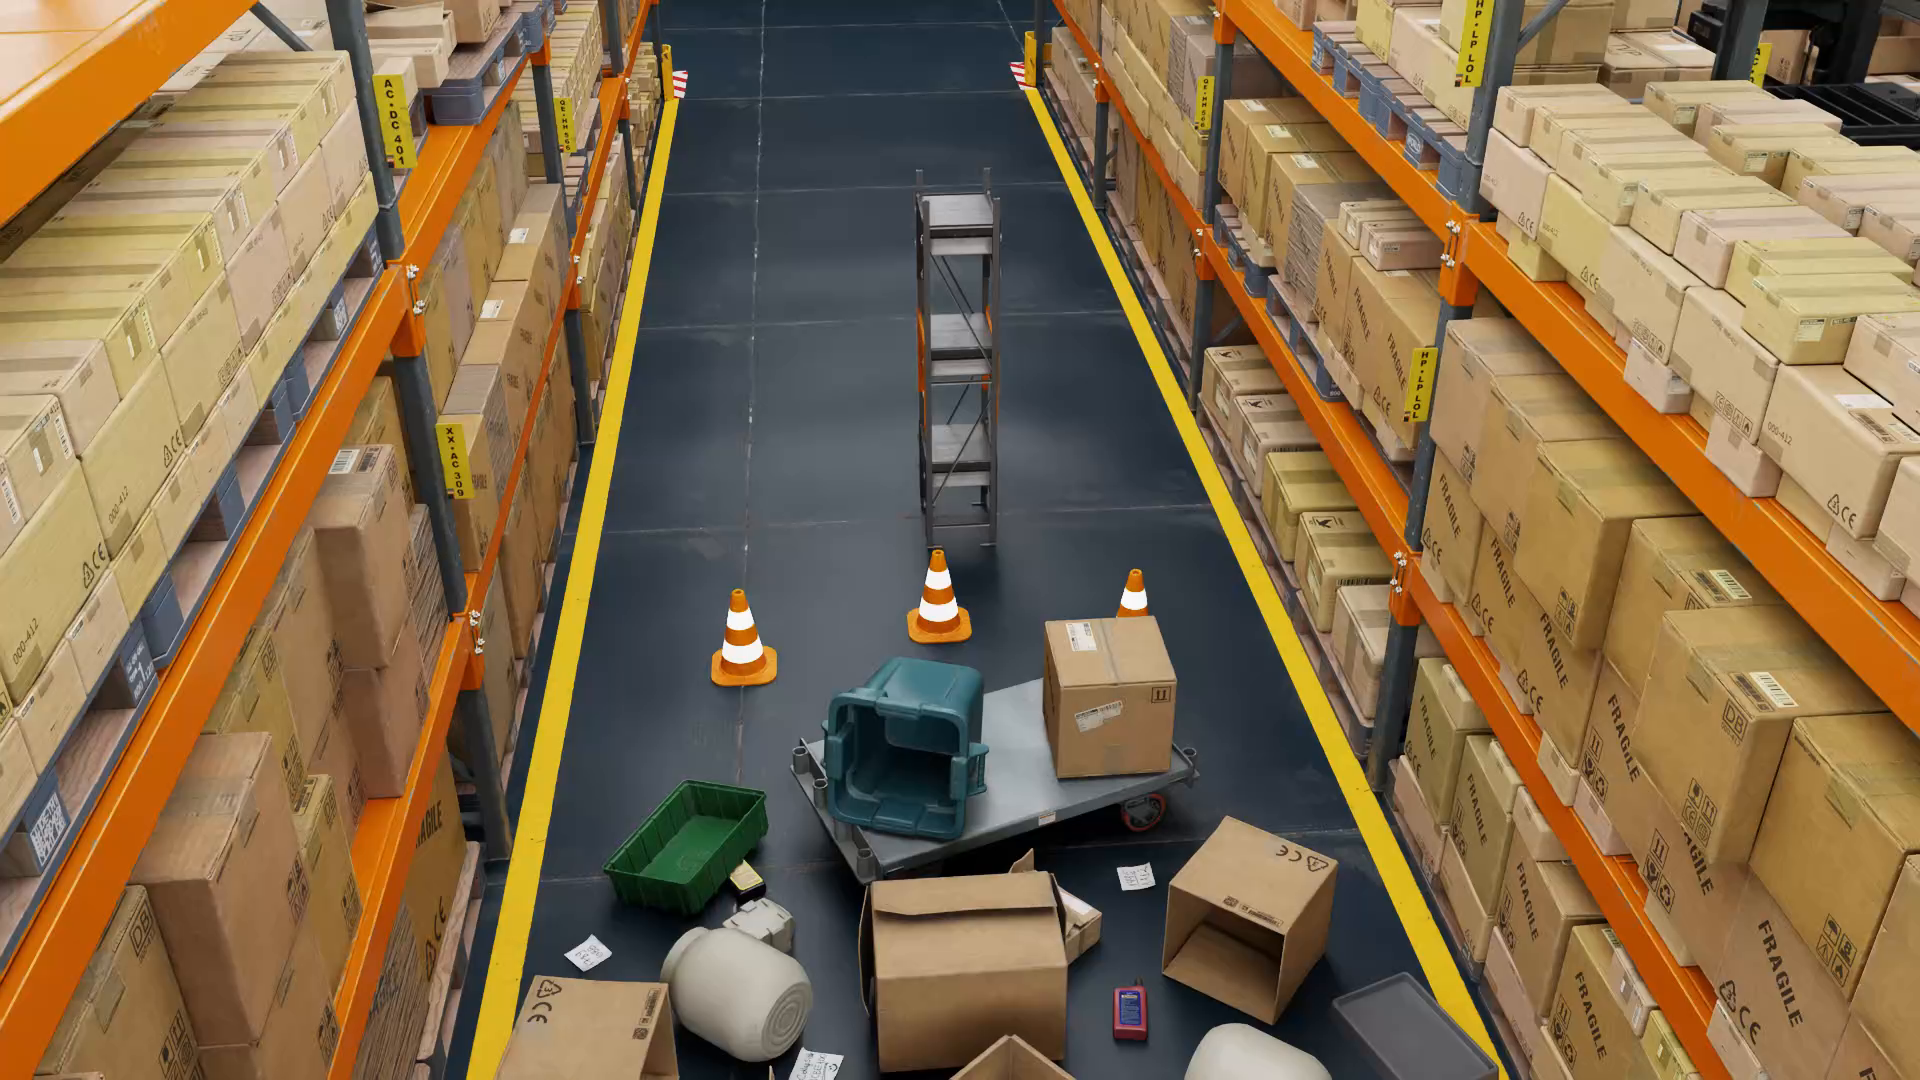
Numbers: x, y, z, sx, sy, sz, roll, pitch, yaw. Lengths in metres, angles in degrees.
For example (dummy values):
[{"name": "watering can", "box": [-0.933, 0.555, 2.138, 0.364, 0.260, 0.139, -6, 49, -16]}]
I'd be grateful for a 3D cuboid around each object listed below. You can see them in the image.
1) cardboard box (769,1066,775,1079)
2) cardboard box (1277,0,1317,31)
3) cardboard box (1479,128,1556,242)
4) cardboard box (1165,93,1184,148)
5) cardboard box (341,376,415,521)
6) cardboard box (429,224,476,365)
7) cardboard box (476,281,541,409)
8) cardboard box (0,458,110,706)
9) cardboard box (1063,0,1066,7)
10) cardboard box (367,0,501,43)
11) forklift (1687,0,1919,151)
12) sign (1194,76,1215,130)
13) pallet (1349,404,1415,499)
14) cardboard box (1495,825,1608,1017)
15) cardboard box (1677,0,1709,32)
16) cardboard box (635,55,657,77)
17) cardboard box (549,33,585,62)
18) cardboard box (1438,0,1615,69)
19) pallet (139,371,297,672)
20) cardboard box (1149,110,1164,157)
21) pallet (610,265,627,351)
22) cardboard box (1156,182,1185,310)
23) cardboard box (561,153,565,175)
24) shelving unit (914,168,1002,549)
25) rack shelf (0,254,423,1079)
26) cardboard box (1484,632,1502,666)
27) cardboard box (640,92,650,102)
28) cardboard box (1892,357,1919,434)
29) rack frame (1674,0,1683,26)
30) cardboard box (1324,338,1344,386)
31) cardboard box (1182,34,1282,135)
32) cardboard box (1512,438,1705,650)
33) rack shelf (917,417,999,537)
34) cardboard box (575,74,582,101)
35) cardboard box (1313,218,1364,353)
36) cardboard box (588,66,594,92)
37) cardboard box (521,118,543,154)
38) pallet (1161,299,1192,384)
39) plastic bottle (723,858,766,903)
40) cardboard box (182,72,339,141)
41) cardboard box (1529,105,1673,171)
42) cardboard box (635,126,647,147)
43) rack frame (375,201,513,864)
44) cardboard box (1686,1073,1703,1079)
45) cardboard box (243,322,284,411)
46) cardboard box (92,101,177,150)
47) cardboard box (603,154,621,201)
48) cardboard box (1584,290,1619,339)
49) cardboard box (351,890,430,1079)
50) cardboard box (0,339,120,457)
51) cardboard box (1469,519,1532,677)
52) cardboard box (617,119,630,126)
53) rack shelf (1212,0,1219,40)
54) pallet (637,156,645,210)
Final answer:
[{"name": "cardboard box", "box": [-0.505, 2.093, 5.987, 0.396, 0.266, 0.258, 2, 31, 4]}, {"name": "cardboard box", "box": [2.125, -3.047, 8.904, 0.700, 0.500, 0.500, -3, 31, -5]}, {"name": "cardboard box", "box": [2.189, -1.272, 5.886, 0.500, 0.250, 0.500, -3, 31, -6]}, {"name": "cardboard box", "box": [1.697, -2.848, 11.252, 0.500, 0.250, 0.500, -4, 31, -6]}, {"name": "cardboard box", "box": [-2.499, -0.208, 5.974, 0.875, 0.550, 0.550, -3, 31, -5]}, {"name": "cardboard box", "box": [-2.648, -1.116, 7.621, 0.700, 0.500, 0.500, -3, 31, -4]}, {"name": "cardboard box", "box": [-2.419, -0.966, 8.346, 0.500, 0.500, 0.500, -2, 31, -4]}, {"name": "cardboard box", "box": [-1.963, 0.080, 3.115, 0.500, 0.250, 0.500, -3, 31, -5]}, {"name": "cardboard box", "box": [1.226, -5.297, 15.596, 0.500, 0.500, 0.500, -2, 31, -3]}, {"name": "cardboard box", "box": [-2.431, -2.592, 7.635, 0.500, 0.500, 0.500, -3, 31, -5]}, {"name": "forklift", "box": [4.578, -1.444, 9.309, 1.130, 2.935, 3.031, -3, 31, -4]}, {"name": "sign", "box": [1.494, -2.670, 10.166, 0.100, 0.325, 0.005, -3, 31, -5]}, {"name": "pallet", "box": [2.494, -0.473, 7.805, 1.003, 0.211, 1.213, -3, 31, -5]}, {"name": "cardboard box", "box": [2.315, 1.371, 6.070, 0.500, 0.500, 0.500, -1, 31, -2]}, {"name": "cardboard box", "box": [6.437, -4.448, 13.765, 0.700, 0.500, 0.500, -2, 31, -3]}, {"name": "cardboard box", "box": [-3.201, -4.693, 16.472, 0.380, 0.149, 0.250, -3, 31, -6]}, {"name": "cardboard box", "box": [-2.922, -3.558, 12.037, 0.380, 0.149, 0.250, -4, 31, -6]}, {"name": "cardboard box", "box": [2.239, -2.067, 6.609, 0.500, 0.250, 0.500, -2, 31, -3]}, {"name": "pallet", "box": [-2.322, -0.080, 4.120, 1.003, 0.211, 1.213, -3, 31, -5]}, {"name": "cardboard box", "box": [1.646, -2.900, 11.827, 0.500, 0.250, 0.500, -3, 31, -5]}, {"name": "pallet", "box": [-3.055, -1.735, 12.450, 1.003, 0.211, 1.213, -3, 31, -5]}, {"name": "cardboard box", "box": [1.985, -2.281, 12.307, 0.875, 0.875, 0.875, -2, 31, -4]}, {"name": "cardboard box", "box": [-2.738, -2.360, 10.611, 0.380, 0.149, 0.250, -1, 31, -2]}, {"name": "shelving unit", "box": [-0.015, -0.986, 9.354, 0.431, 2.100, 0.503, -3, 31, -5]}, {"name": "rack shelf", "box": [-2.312, 0.172, 4.313, 1.077, 0.370, 4.000, -3, 31, -5]}, {"name": "cardboard box", "box": [2.261, 0.386, 6.424, 0.380, 0.149, 0.250, -3, 31, -5]}, {"name": "cardboard box", "box": [-3.170, -4.164, 15.877, 0.380, 0.149, 0.250, -1, 31, -2]}, {"name": "cardboard box", "box": [2.452, -0.317, 3.899, 0.380, 0.149, 0.250, -3, 31, -5]}, {"name": "rack frame", "box": [6.614, -4.483, 14.330, 1.000, 3.000, 0.127, -3, 31, -5]}, {"name": "cardboard box", "box": [2.003, -0.876, 8.127, 0.380, 0.149, 0.250, -3, 31, -4]}, {"name": "cardboard box", "box": [1.738, -2.924, 10.649, 0.500, 0.500, 0.500, -4, 31, -6]}, {"name": "cardboard box", "box": [2.291, -0.004, 5.469, 0.700, 0.500, 0.500, -3, 31, -6]}, {"name": "rack shelf", "box": [-0.015, -0.373, 9.719, 0.431, 0.518, 0.480, -3, 31, -5]}, {"name": "cardboard box", "box": [-2.869, -3.164, 11.667, 0.380, 0.149, 0.250, -2, 31, -3]}, {"name": "cardboard box", "box": [2.059, -1.251, 8.123, 0.500, 0.500, 0.500, -2, 31, -3]}, {"name": "cardboard box", "box": [-2.943, -3.445, 12.429, 0.380, 0.149, 0.250, -4, 31, -7]}, {"name": "cardboard box", "box": [-2.723, -2.487, 10.245, 0.380, 0.149, 0.250, -3, 31, -5]}, {"name": "pallet", "box": [2.048, -1.410, 11.905, 1.003, 0.211, 1.213, -3, 31, -5]}, {"name": "plastic bottle", "box": [-0.970, 1.460, 7.246, 0.133, 0.061, 0.283, -20, 36, -30]}, {"name": "cardboard box", "box": [-2.124, -1.315, 5.062, 0.380, 0.149, 0.250, -3, 31, -5]}, {"name": "cardboard box", "box": [2.178, -1.373, 5.666, 0.380, 0.149, 0.250, -2, 31, -3]}, {"name": "cardboard box", "box": [-3.122, -3.772, 15.512, 0.380, 0.149, 0.250, -4, 31, -6]}, {"name": "rack frame", "box": [-2.499, 0.130, 6.607, 1.000, 3.000, 0.127, -3, 31, -5]}, {"name": "cardboard box", "box": [2.358, 1.703, 4.883, 0.380, 0.149, 0.250, -2, 31, -3]}, {"name": "cardboard box", "box": [-2.026, -0.452, 4.395, 0.380, 0.149, 0.250, -3, 31, -5]}, {"name": "cardboard box", "box": [-2.732, -1.181, 5.227, 0.500, 0.250, 0.500, -3, 31, -4]}, {"name": "cardboard box", "box": [-2.890, -2.752, 12.730, 0.500, 0.250, 0.500, -1, 31, -2]}, {"name": "cardboard box", "box": [2.291, -0.780, 5.451, 0.380, 0.149, 0.250, -2, 31, -3]}, {"name": "cardboard box", "box": [-2.422, 1.647, 5.731, 0.875, 0.875, 0.875, -3, 31, -4]}, {"name": "cardboard box", "box": [-1.934, -0.278, 3.326, 0.380, 0.149, 0.250, -3, 31, -5]}, {"name": "cardboard box", "box": [2.254, 0.164, 6.163, 0.500, 0.500, 0.500, -3, 31, -5]}, {"name": "cardboard box", "box": [-3.112, -3.622, 14.680, 0.380, 0.149, 0.250, -3, 31, -5]}, {"name": "rack shelf", "box": [1.859, -4.201, 11.635, 1.077, 0.370, 4.000, -3, 31, -5]}, {"name": "pallet", "box": [-3.344, -3.098, 14.732, 1.003, 0.211, 1.213, -3, 31, -5]}]
